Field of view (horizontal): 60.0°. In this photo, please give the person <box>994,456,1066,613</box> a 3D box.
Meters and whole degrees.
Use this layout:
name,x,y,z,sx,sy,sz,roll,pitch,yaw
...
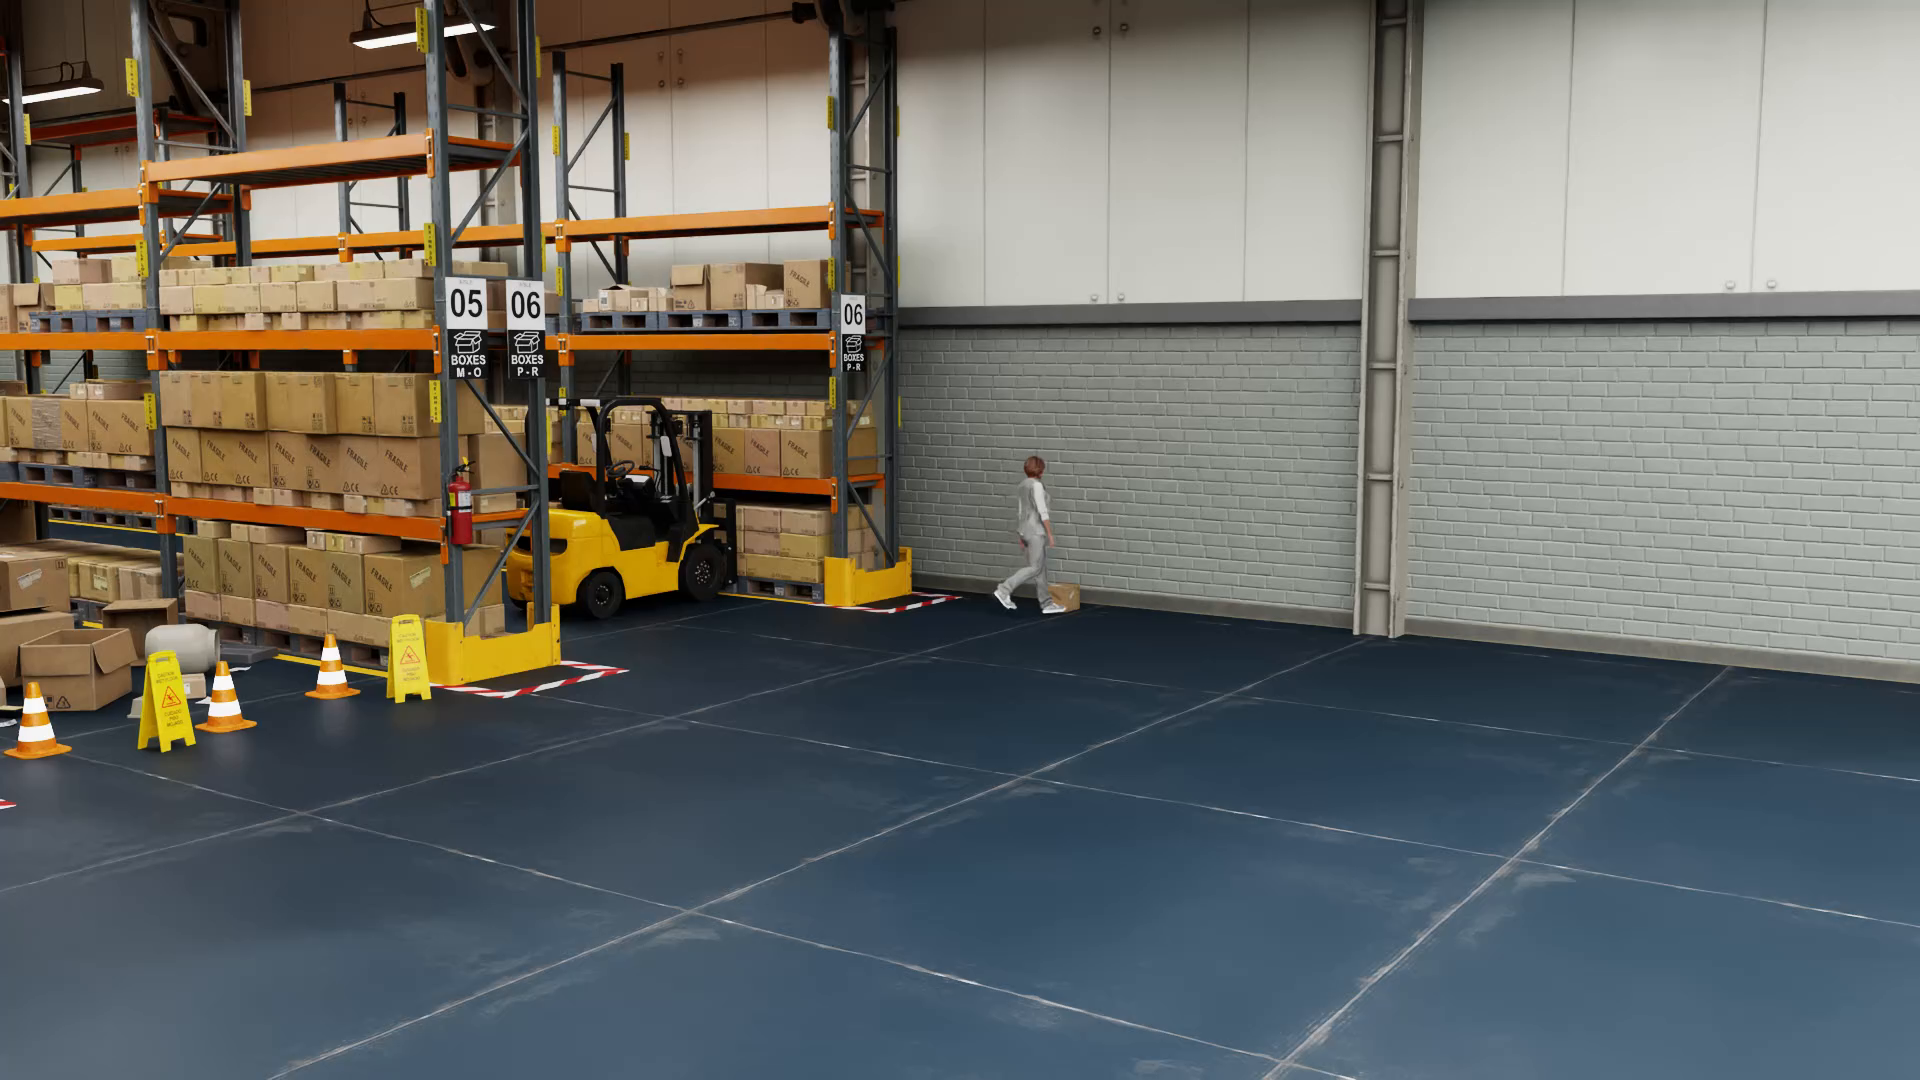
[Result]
name,x,y,z,sx,sy,sz,roll,pitch,yaw
person,0.700,-0.046,16.532,0.769,1.571,0.487,-2,7,-20
